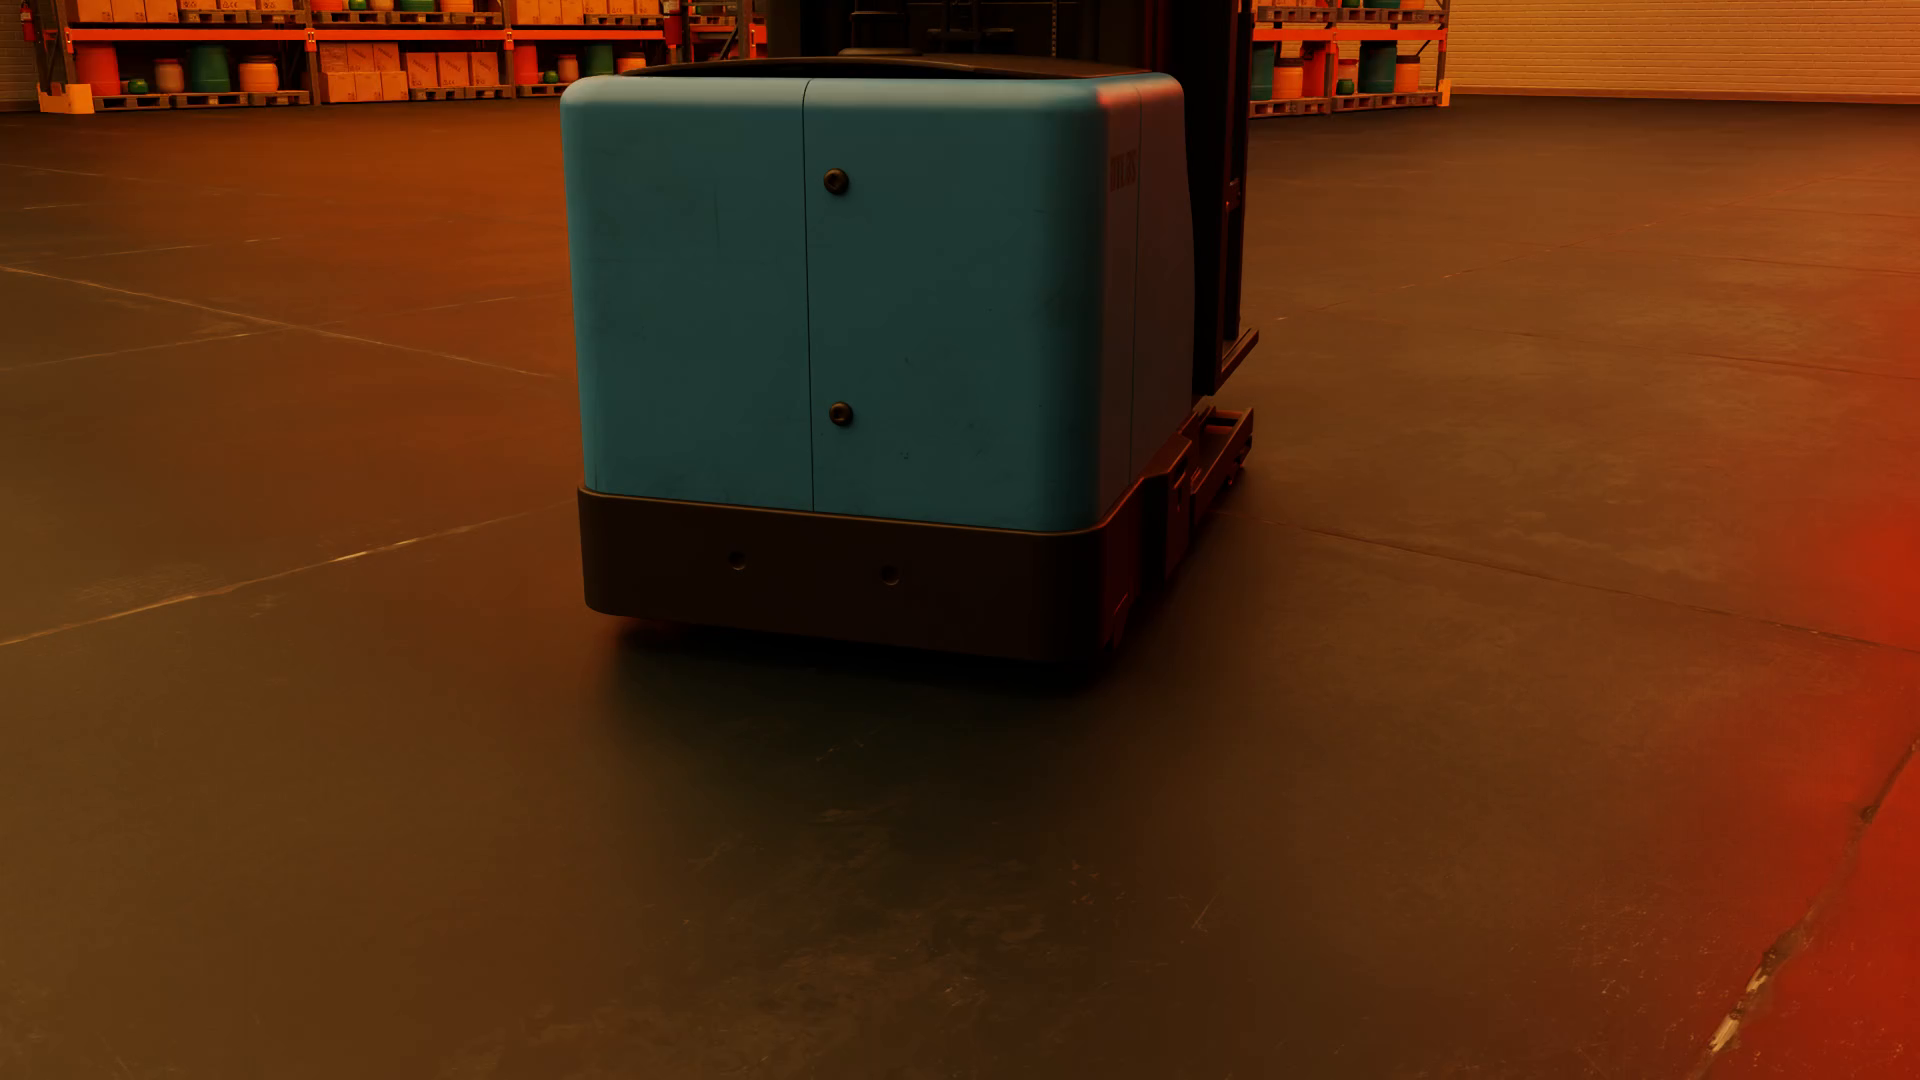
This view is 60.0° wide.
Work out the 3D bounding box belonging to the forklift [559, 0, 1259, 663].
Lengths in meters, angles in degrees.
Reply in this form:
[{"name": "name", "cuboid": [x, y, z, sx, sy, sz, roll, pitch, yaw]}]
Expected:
[{"name": "forklift", "cuboid": [0.182, -1.571, 4.072, 1.130, 2.935, 3.031, 5, 18, 17]}]
